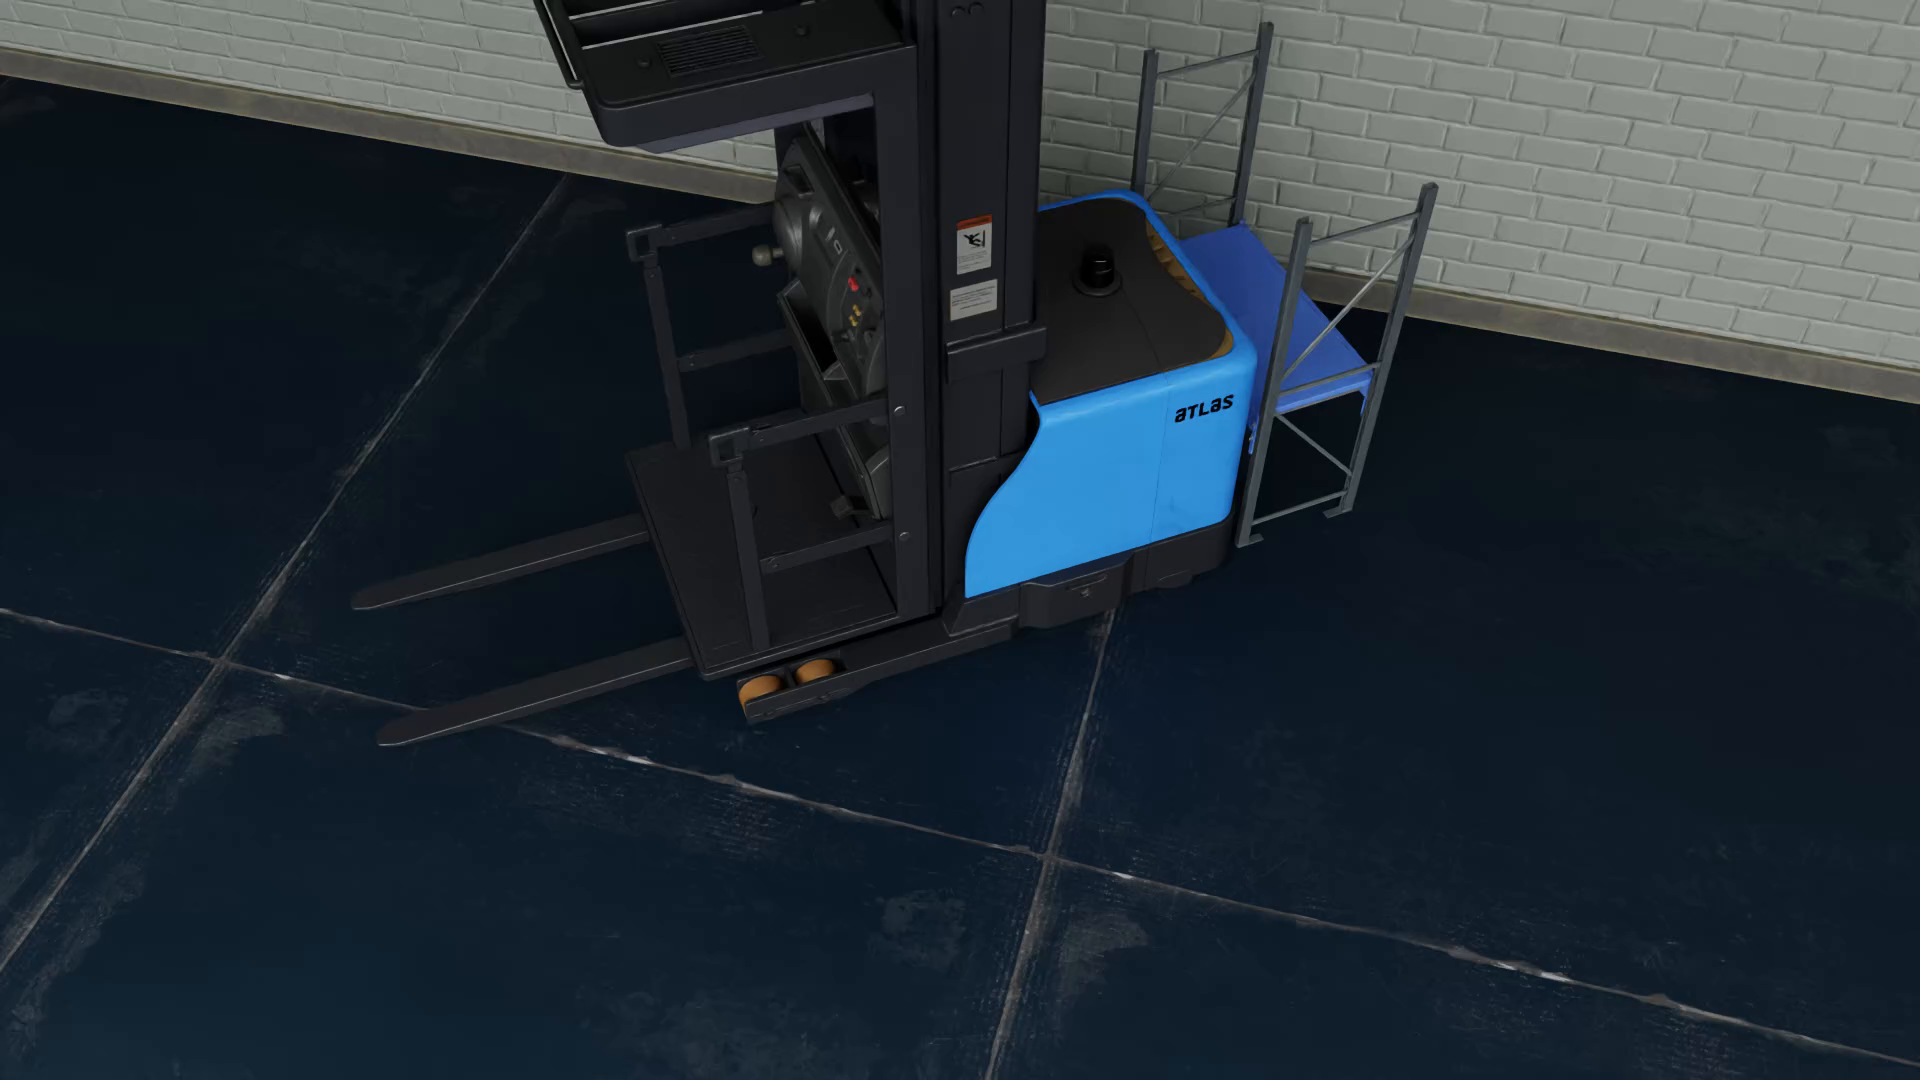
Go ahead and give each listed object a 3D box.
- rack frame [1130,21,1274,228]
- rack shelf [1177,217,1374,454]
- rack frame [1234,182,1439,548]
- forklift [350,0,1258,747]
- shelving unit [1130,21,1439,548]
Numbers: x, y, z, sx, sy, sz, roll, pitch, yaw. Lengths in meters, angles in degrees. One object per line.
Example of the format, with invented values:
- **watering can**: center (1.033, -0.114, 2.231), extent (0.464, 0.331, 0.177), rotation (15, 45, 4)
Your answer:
- **rack frame**: center (0.865, -1.250, 6.351), extent (0.500, 1.500, 0.032), rotation (-18, 51, -15)
- **rack shelf**: center (1.065, -0.780, 6.176), extent (0.538, 0.185, 1.000), rotation (-18, 51, -15)
- **rack frame**: center (1.267, -0.550, 5.733), extent (0.500, 1.500, 0.032), rotation (-18, 51, -15)
- **forklift**: center (-0.586, -0.800, 5.001), extent (3.031, 2.935, 1.130), rotation (-16, 51, -14)
- **shelving unit**: center (1.066, -0.900, 6.042), extent (0.538, 1.500, 1.048), rotation (-18, 51, -15)
